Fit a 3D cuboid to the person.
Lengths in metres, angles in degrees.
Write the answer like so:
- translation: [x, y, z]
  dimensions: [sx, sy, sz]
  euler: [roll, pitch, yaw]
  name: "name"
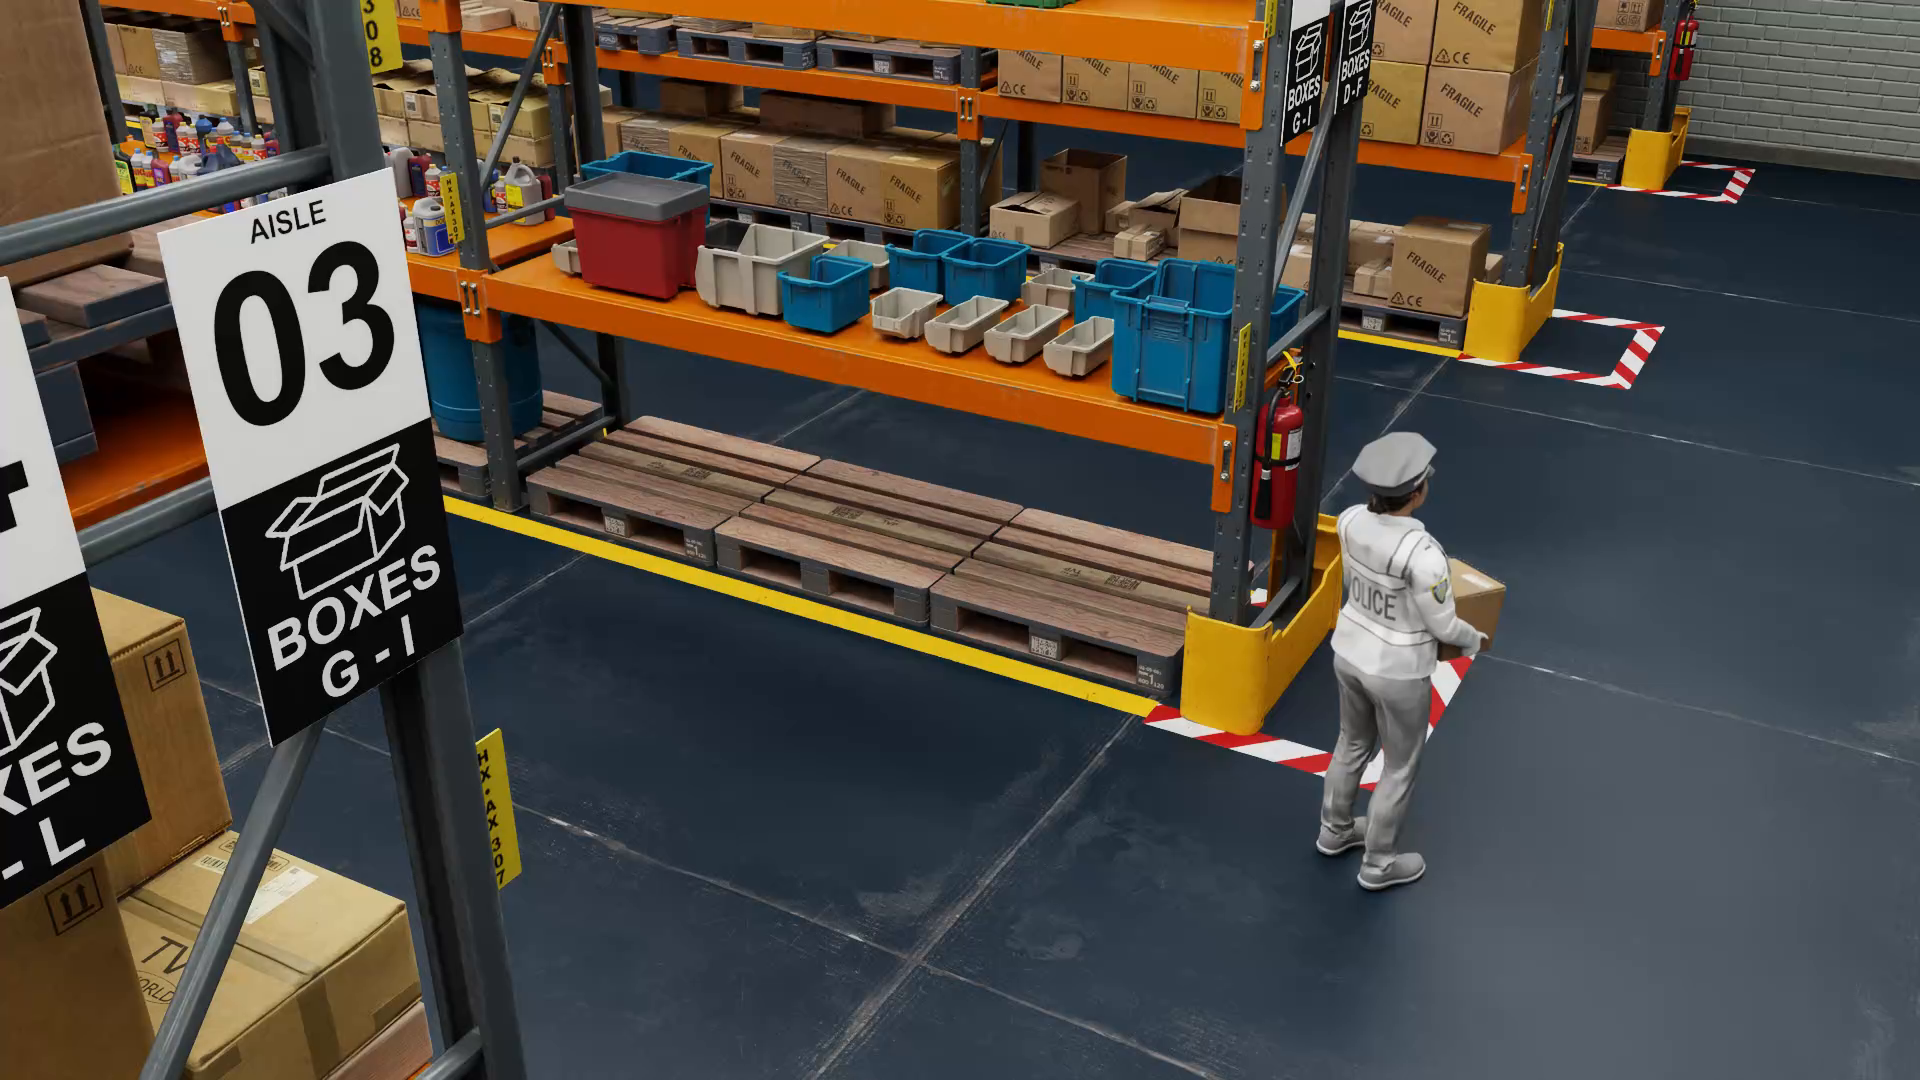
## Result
- translation: [1.532, 0.406, 5.773]
  dimensions: [0.529, 1.692, 0.479]
  euler: [-15, 30, -27]
  name: "person"
